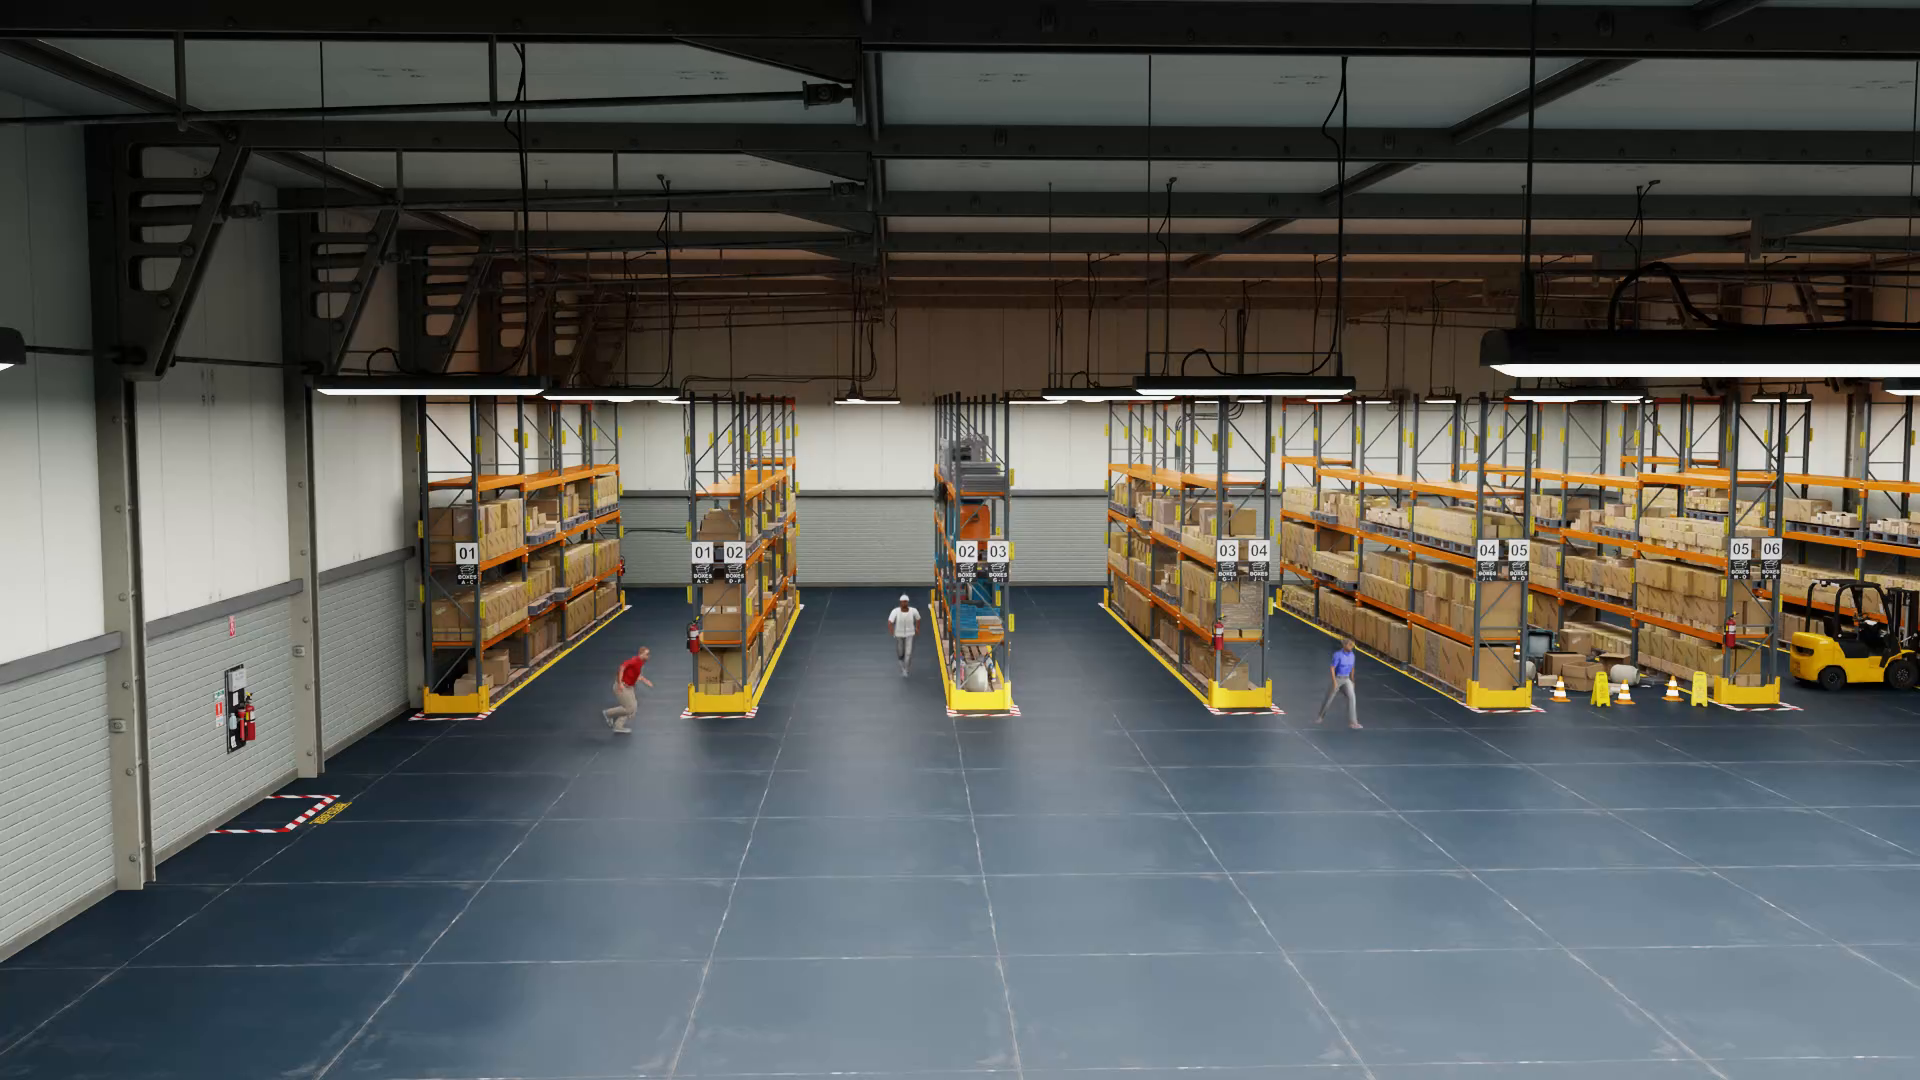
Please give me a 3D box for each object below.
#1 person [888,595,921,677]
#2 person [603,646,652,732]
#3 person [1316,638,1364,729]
[{"bbox_3d":[-1.177,2.029,35.487,0.708,1.729,0.789,0,5,-2],"label":"person"},{"bbox_3d":[-5.843,2.631,29.141,0.853,1.540,0.690,1,5,7],"label":"person"},{"bbox_3d":[6.811,2.536,29.775,0.627,1.612,0.871,-2,5,-25],"label":"person"}]
